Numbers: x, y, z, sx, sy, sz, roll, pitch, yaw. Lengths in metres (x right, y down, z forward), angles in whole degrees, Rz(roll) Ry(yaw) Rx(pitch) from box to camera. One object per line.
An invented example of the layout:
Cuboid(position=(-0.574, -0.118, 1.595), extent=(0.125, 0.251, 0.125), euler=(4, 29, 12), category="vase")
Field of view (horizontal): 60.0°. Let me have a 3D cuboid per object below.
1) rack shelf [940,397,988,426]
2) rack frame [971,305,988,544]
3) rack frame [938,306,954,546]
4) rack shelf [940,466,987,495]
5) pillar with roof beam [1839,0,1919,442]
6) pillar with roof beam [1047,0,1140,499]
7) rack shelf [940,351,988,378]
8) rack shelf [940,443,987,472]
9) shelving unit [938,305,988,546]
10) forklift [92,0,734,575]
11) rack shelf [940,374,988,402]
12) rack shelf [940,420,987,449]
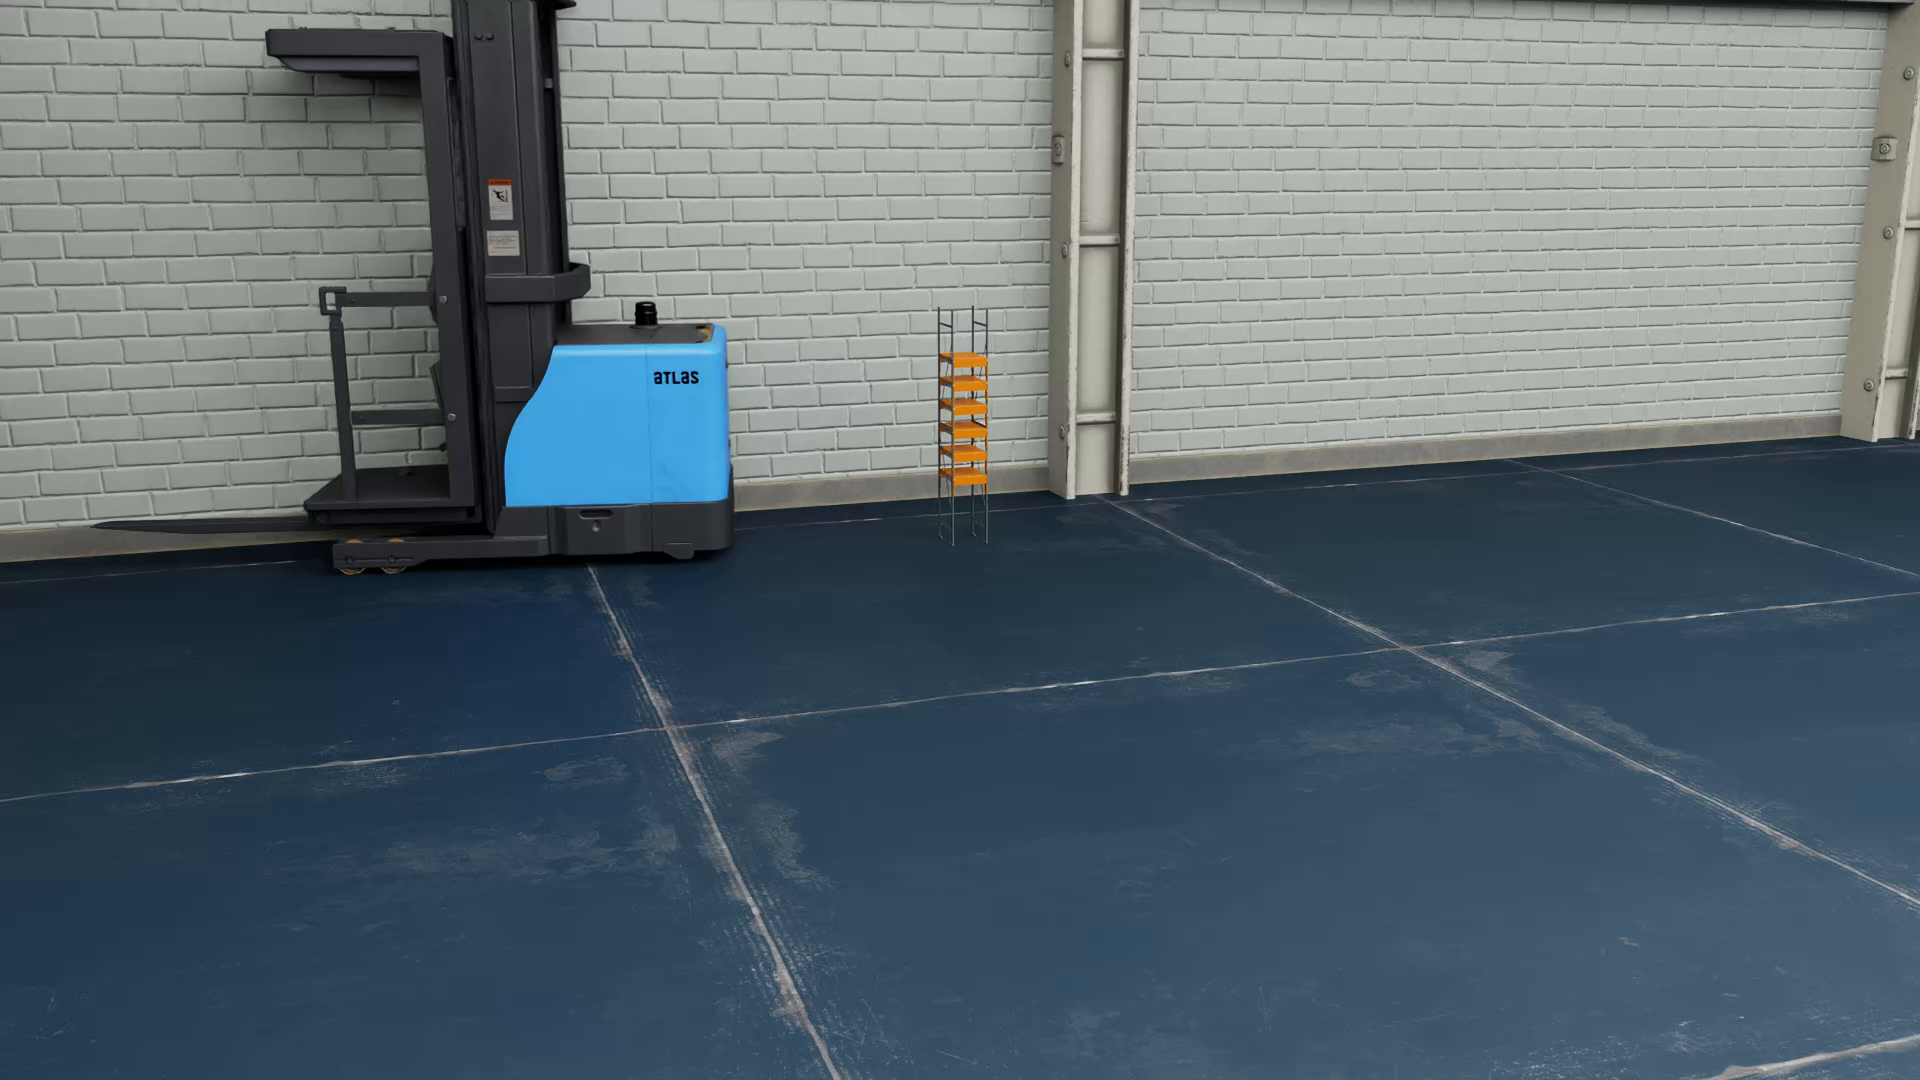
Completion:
Cuboid(position=(0.014, -0.658, 8.491), extent=(0.180, 0.103, 0.258), euler=(-4, 14, -18), category="rack shelf")
Cuboid(position=(0.100, -0.592, 8.537), extent=(0.006, 1.200, 0.240), euler=(-4, 14, -18), category="rack frame")
Cuboid(position=(-0.073, -0.578, 8.480), extent=(0.006, 1.200, 0.240), euler=(-4, 14, -18), category="rack frame")
Cuboid(position=(0.014, -0.308, 8.574), extent=(0.180, 0.103, 0.258), euler=(-4, 14, -18), category="rack shelf")
Cuboid(position=(7.815, -4.162, 6.692), extent=(0.400, 9.000, 9.100), euler=(-4, 14, -18), category="pillar with roof beam")
Cuboid(position=(2.128, -3.719, 4.830), extent=(0.400, 9.000, 9.100), euler=(-4, 14, -18), category="pillar with roof beam")
Cuboid(position=(0.014, -0.892, 8.435), extent=(0.180, 0.103, 0.258), euler=(-4, 14, -18), category="rack shelf")
Cuboid(position=(0.014, -0.425, 8.546), extent=(0.180, 0.103, 0.258), euler=(-4, 14, -18), category="rack shelf")
Cuboid(position=(0.014, -0.585, 8.508), extent=(0.189, 1.200, 0.258), euler=(-4, 14, -18), category="shelving unit")
Cuboid(position=(-2.685, -1.389, 8.149), extent=(3.031, 2.935, 1.130), euler=(-2, 13, -6), category="forklift")
Cuboid(position=(0.014, -0.775, 8.463), extent=(0.180, 0.103, 0.258), euler=(-4, 14, -18), category="rack shelf")
Cuboid(position=(0.014, -0.542, 8.519), extent=(0.180, 0.103, 0.258), euler=(-4, 14, -18), category="rack shelf")
